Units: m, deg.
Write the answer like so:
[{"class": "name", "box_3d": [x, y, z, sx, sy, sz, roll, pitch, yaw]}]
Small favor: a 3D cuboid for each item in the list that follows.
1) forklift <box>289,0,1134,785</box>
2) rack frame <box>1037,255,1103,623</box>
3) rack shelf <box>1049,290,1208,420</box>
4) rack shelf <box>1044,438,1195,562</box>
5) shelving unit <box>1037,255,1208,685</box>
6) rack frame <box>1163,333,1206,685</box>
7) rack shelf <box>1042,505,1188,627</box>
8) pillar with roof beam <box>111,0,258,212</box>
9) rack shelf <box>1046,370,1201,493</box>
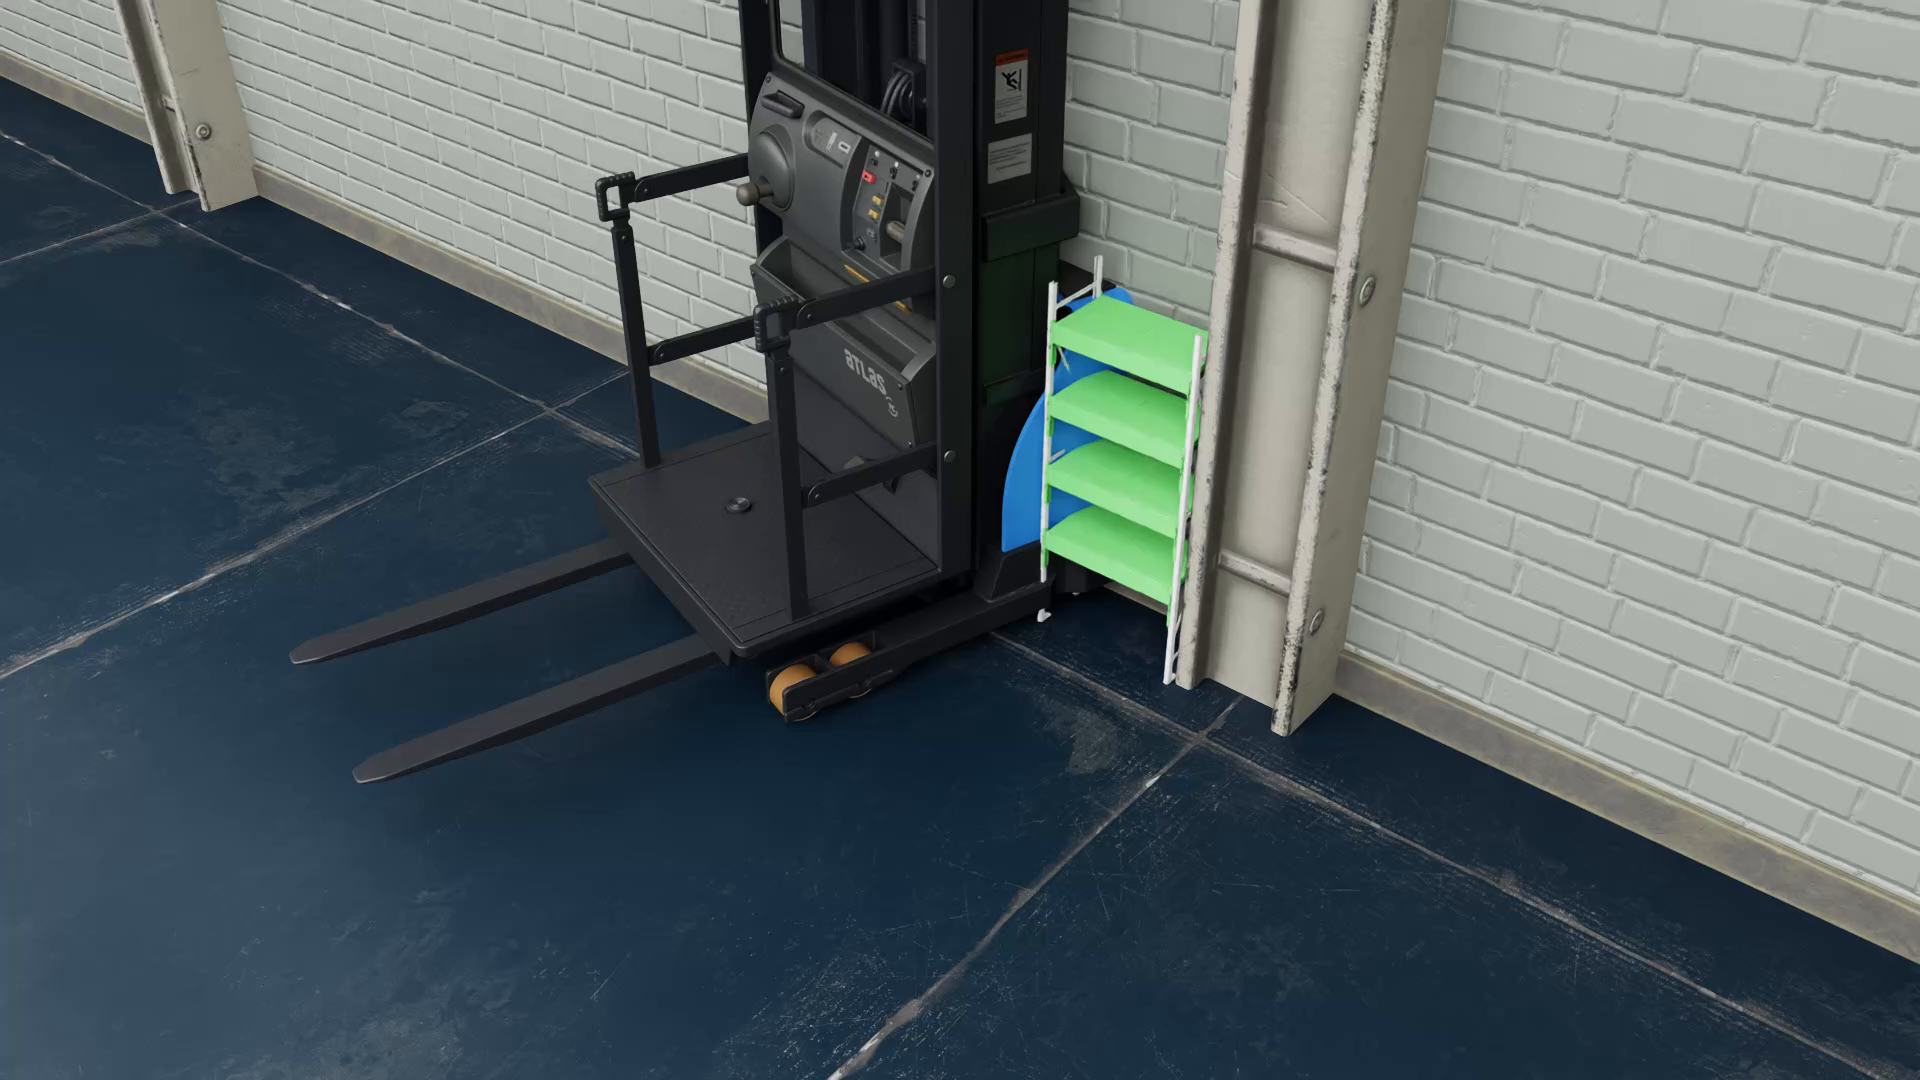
[{"class": "forklift", "box_3d": [-0.524, -1.010, 4.632, 3.031, 2.935, 1.130, -21, 40, -27]}, {"class": "rack frame", "box_3d": [0.332, -0.281, 5.094, 0.015, 1.200, 0.240, 25, 42, 32]}, {"class": "rack shelf", "box_3d": [0.520, -0.533, 4.728, 0.480, 0.148, 0.258, 25, 42, 32]}, {"class": "rack shelf", "box_3d": [0.520, -0.139, 5.003, 0.480, 0.148, 0.258, 25, 42, 32]}, {"class": "shelving unit", "box_3d": [0.520, -0.191, 4.966, 0.503, 1.200, 0.258, 25, 42, 32]}, {"class": "rack frame", "box_3d": [0.707, -0.102, 4.838, 0.015, 1.200, 0.240, 25, 42, 32]}, {"class": "rack shelf", "box_3d": [0.520, 0.058, 5.140, 0.480, 0.148, 0.258, 25, 42, 32]}, {"class": "pillar with roof beam", "box_3d": [-6.457, -3.566, 2.994, 0.400, 9.000, 9.100, 25, 42, 32]}, {"class": "rack shelf", "box_3d": [0.520, -0.336, 4.865, 0.480, 0.148, 0.258, 25, 42, 32]}]
